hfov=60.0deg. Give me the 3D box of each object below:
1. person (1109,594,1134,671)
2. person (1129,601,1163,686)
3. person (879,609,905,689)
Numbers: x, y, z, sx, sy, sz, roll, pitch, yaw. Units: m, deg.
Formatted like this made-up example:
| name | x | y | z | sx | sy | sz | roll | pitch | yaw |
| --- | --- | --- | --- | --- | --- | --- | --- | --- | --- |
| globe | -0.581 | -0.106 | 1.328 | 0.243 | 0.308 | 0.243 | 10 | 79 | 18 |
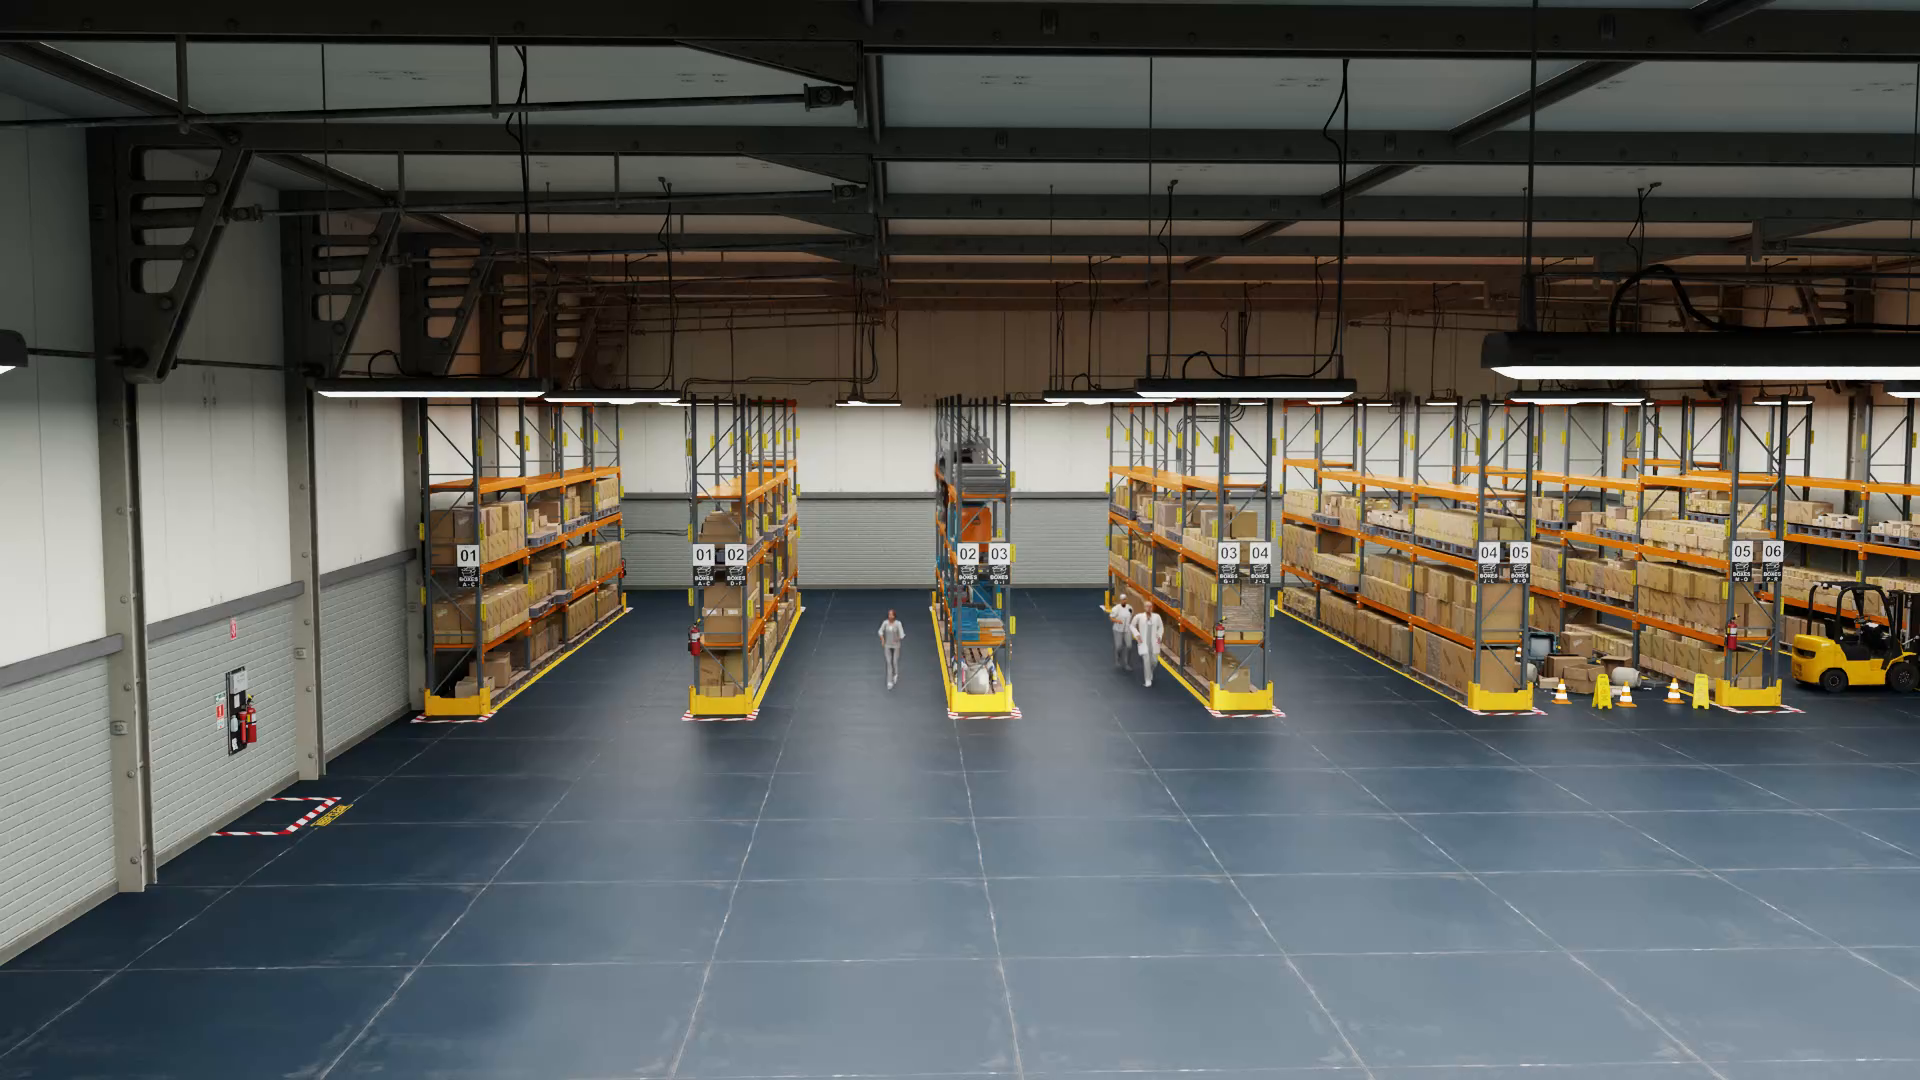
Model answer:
| name | x | y | z | sx | sy | sz | roll | pitch | yaw |
| --- | --- | --- | --- | --- | --- | --- | --- | --- | --- |
| person | 3.572 | 2.040 | 36.545 | 0.592 | 1.718 | 0.725 | 0 | 5 | -5 |
| person | 3.877 | 2.137 | 34.538 | 0.721 | 1.746 | 0.639 | 0 | 5 | -4 |
| person | -1.406 | 2.224 | 34.276 | 0.541 | 1.605 | 0.791 | 0 | 4 | 2 |
